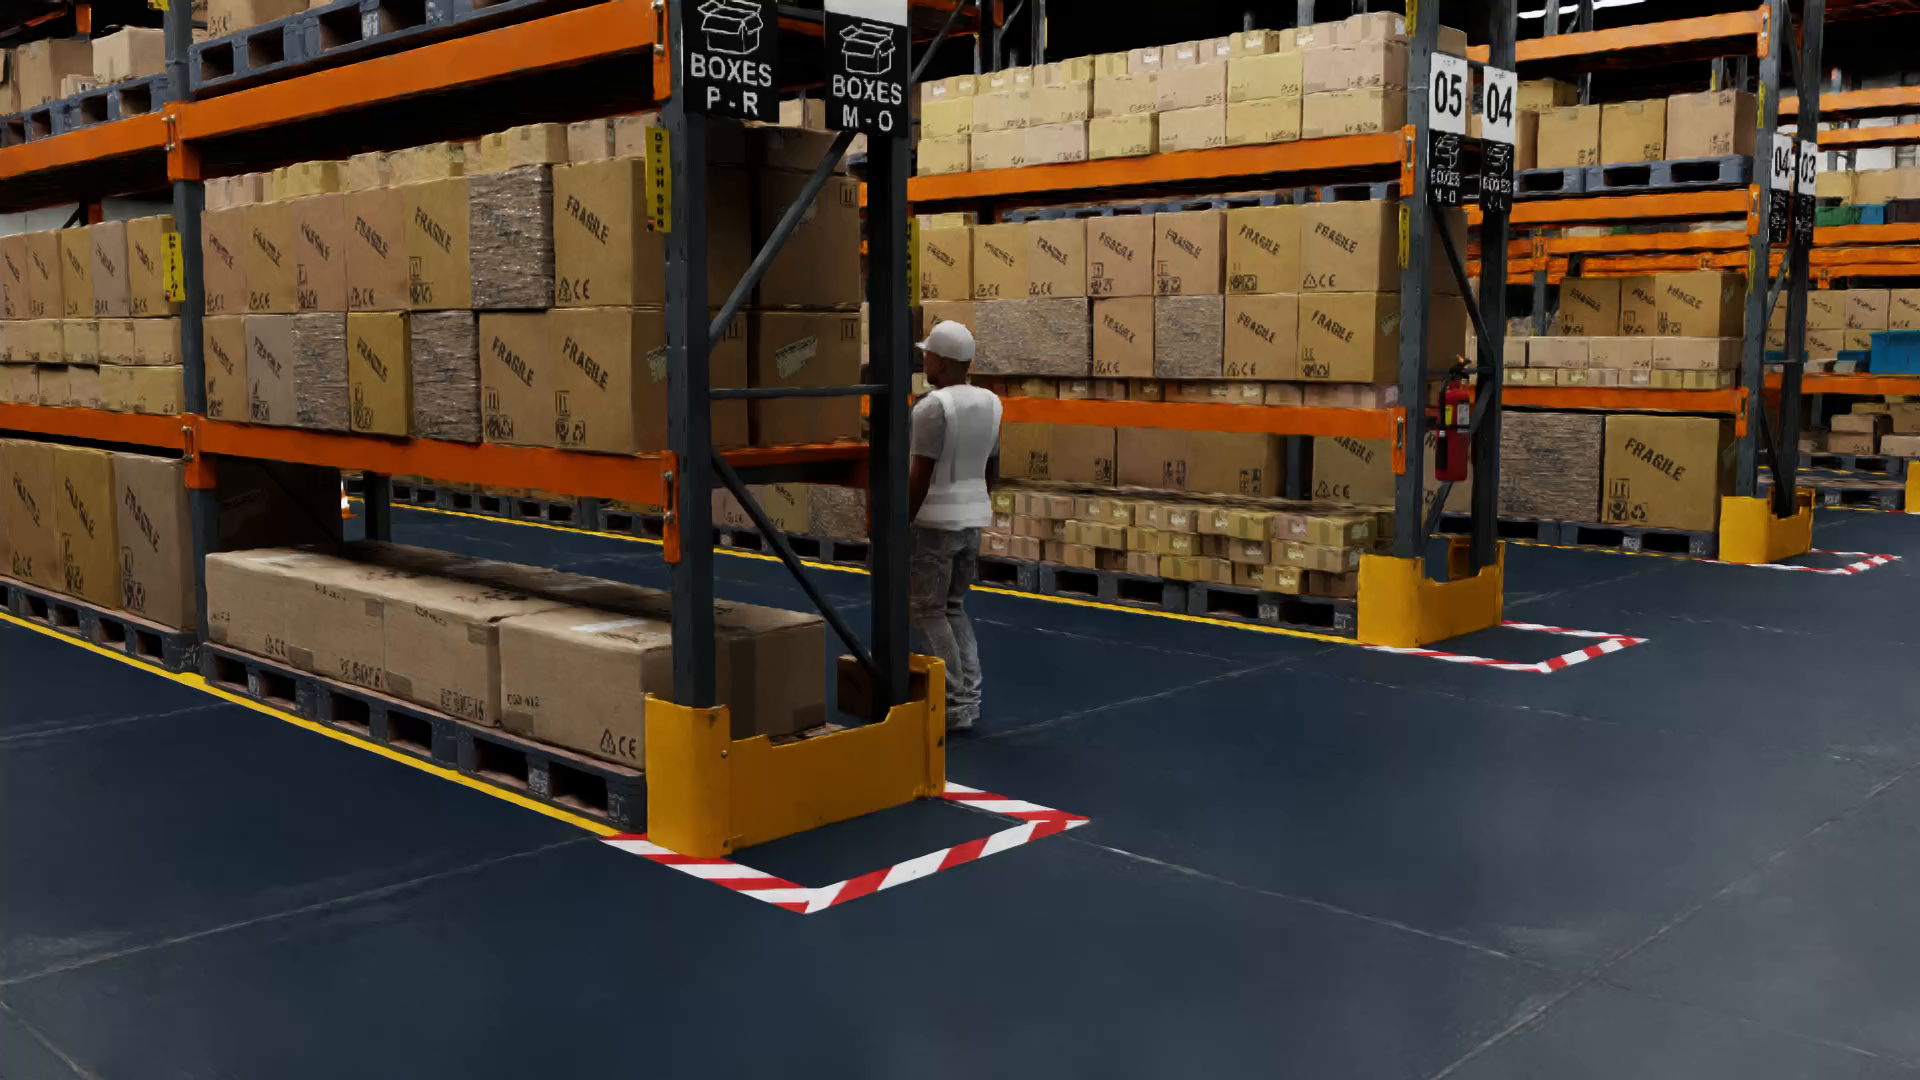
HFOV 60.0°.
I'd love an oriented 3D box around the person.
[{"bbox_3d":[-0.075,-0.031,7.274,0.418,1.841,0.571,5,9,37],"label":"person"}]
